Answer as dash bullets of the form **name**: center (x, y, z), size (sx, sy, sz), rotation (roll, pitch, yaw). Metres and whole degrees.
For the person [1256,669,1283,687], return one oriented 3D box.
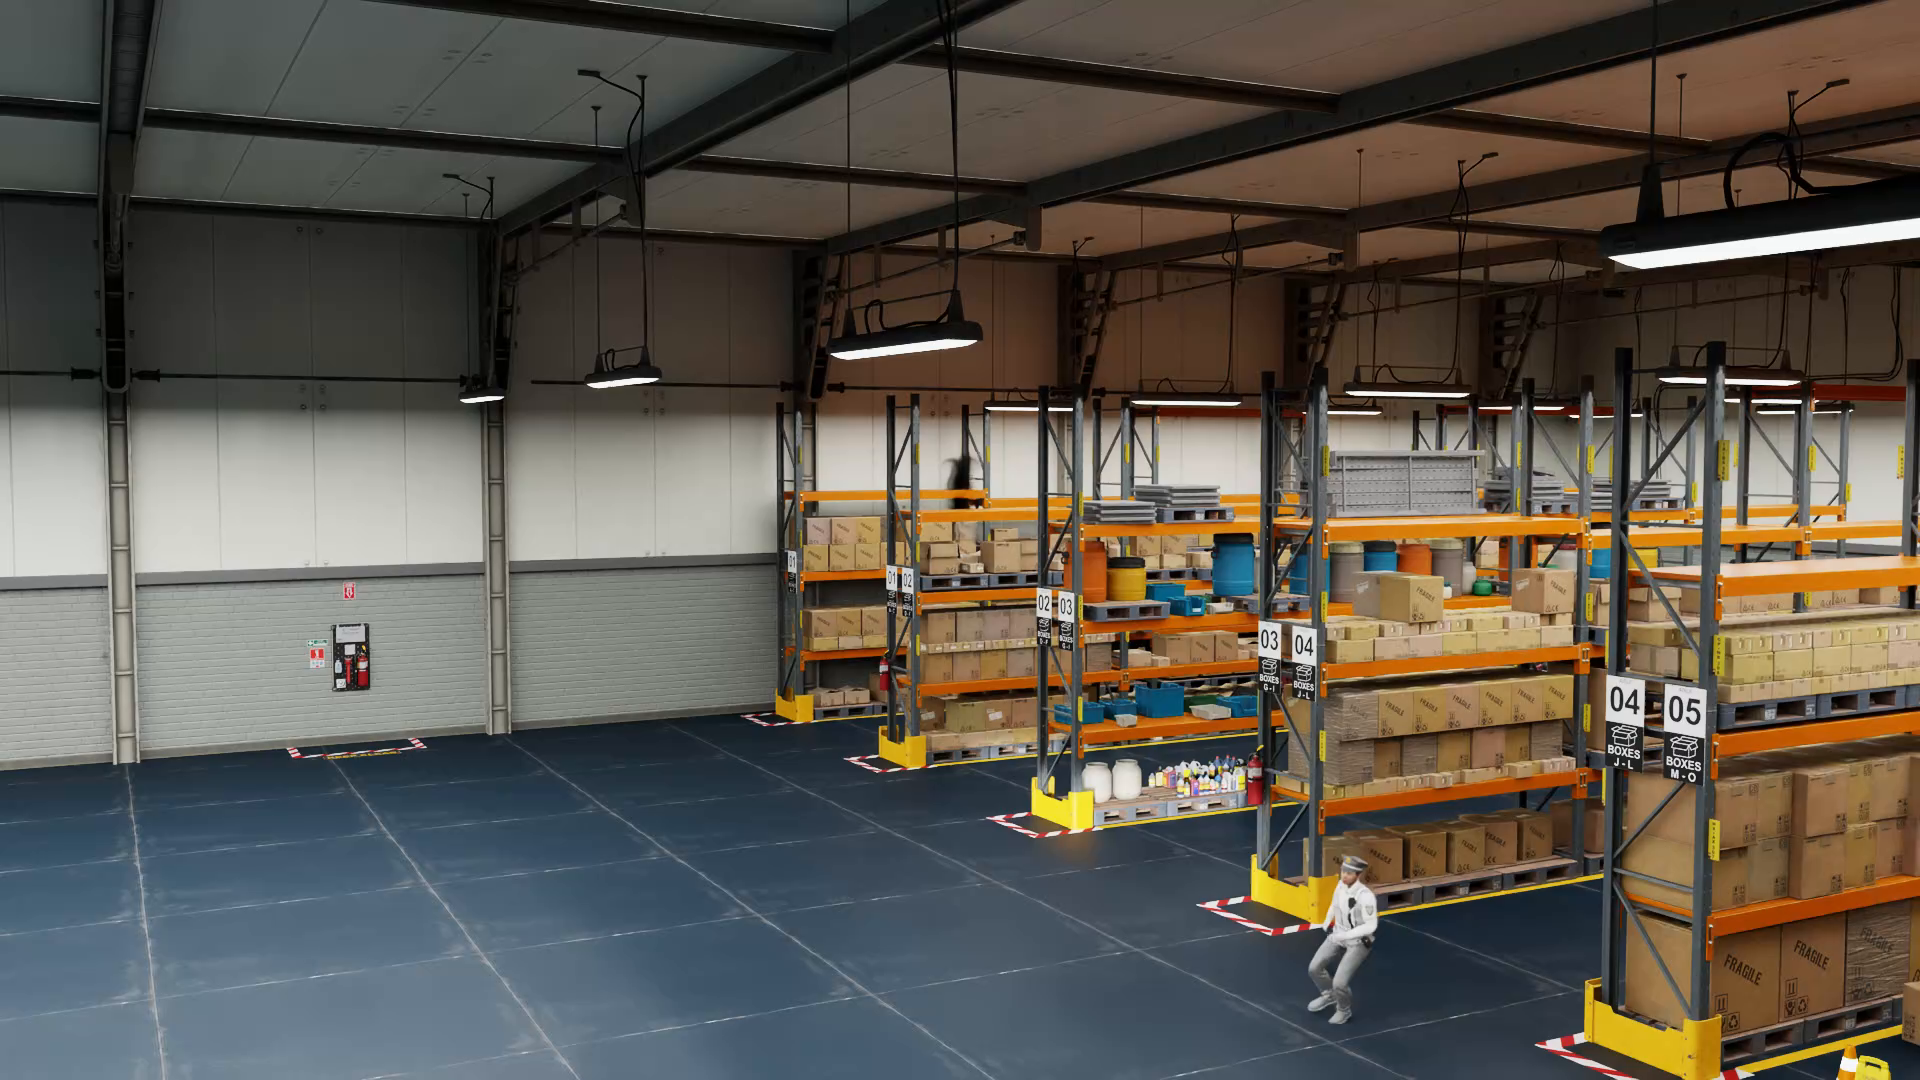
- **person**: center (6.349, 2.438, 33.772), size (0.722, 1.702, 0.596), rotation (-2, 4, -29)

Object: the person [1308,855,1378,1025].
- **person**: center (3.368, 3.560, 14.732), size (0.568, 1.608, 0.790), rotation (-2, 4, -37)
